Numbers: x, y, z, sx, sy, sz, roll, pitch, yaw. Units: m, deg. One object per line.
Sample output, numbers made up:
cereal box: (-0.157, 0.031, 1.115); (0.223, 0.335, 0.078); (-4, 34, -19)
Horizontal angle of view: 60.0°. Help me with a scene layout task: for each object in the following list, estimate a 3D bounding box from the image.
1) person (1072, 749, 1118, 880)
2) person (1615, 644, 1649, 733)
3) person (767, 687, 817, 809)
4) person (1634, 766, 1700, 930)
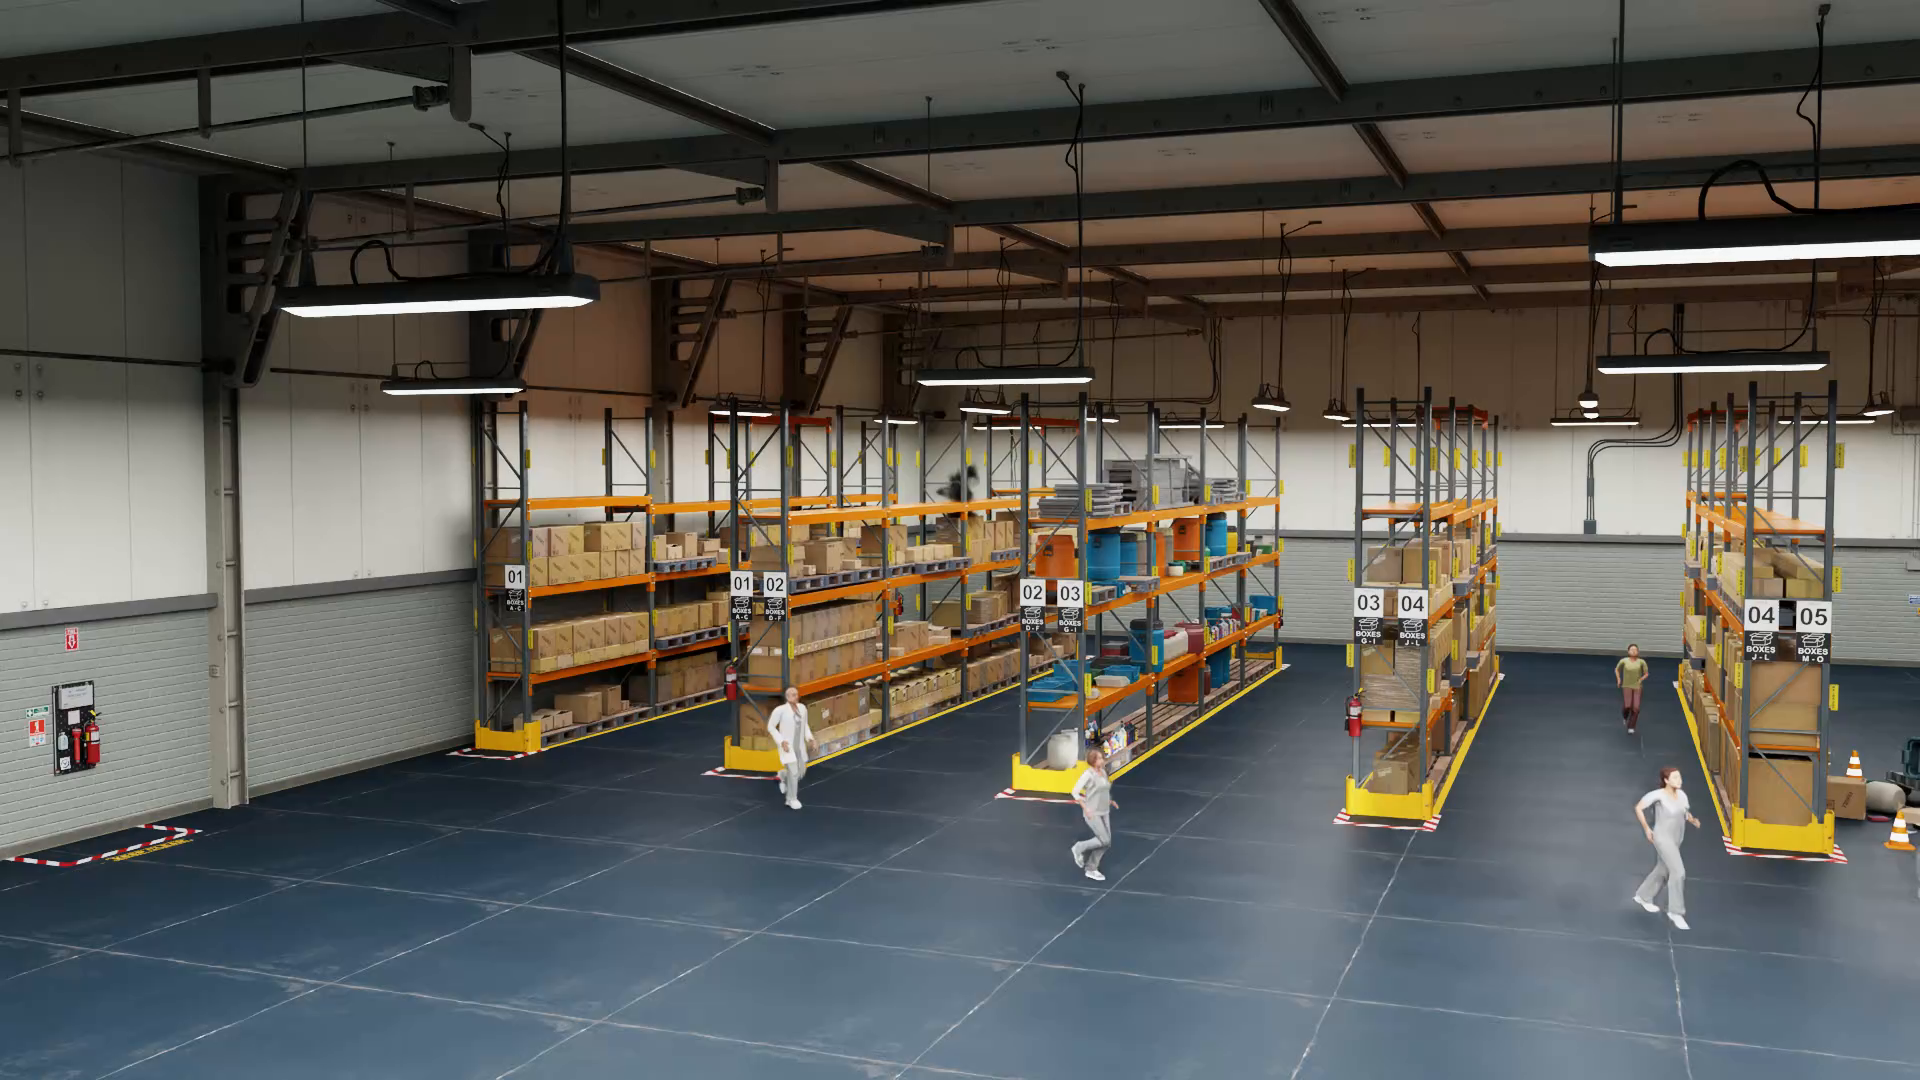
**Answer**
person: (1.617, 3.266, 19.794); (0.544, 1.555, 0.536); (2, 4, 41)
person: (12.275, 2.711, 30.361); (0.575, 1.627, 0.540); (1, 3, 17)
person: (-2.496, 2.977, 24.030); (0.694, 1.731, 0.695); (-2, 4, -41)
person: (7.650, 3.291, 18.028); (0.554, 1.716, 0.777); (-2, 3, -30)
